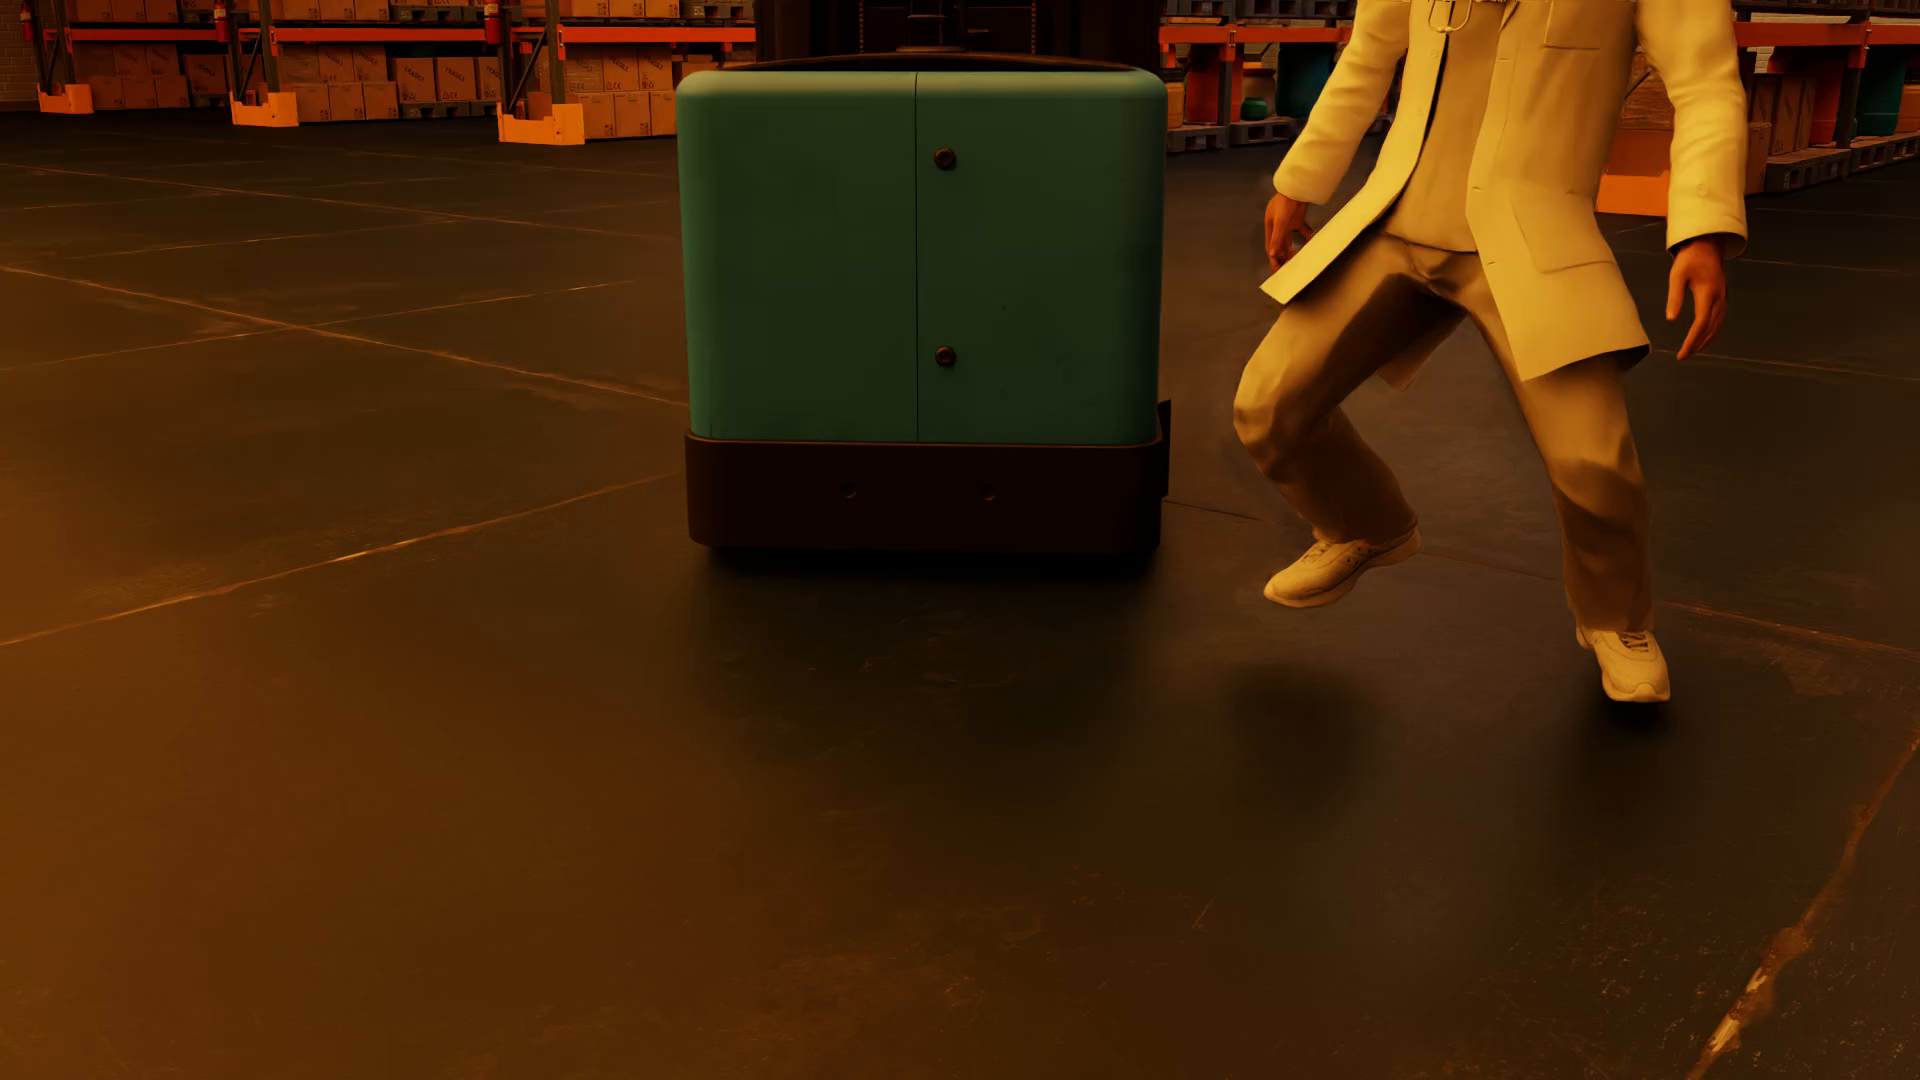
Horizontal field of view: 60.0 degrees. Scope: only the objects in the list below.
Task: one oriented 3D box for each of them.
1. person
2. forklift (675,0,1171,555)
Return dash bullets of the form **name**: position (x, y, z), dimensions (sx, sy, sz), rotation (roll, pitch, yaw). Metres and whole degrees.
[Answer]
- **person**: position (0.907, -0.566, 2.899), dimensions (0.596, 1.631, 0.963), rotation (-15, 22, -40)
- **forklift**: position (0.008, -1.747, 4.651), dimensions (1.130, 2.935, 3.031), rotation (1, 17, 4)
